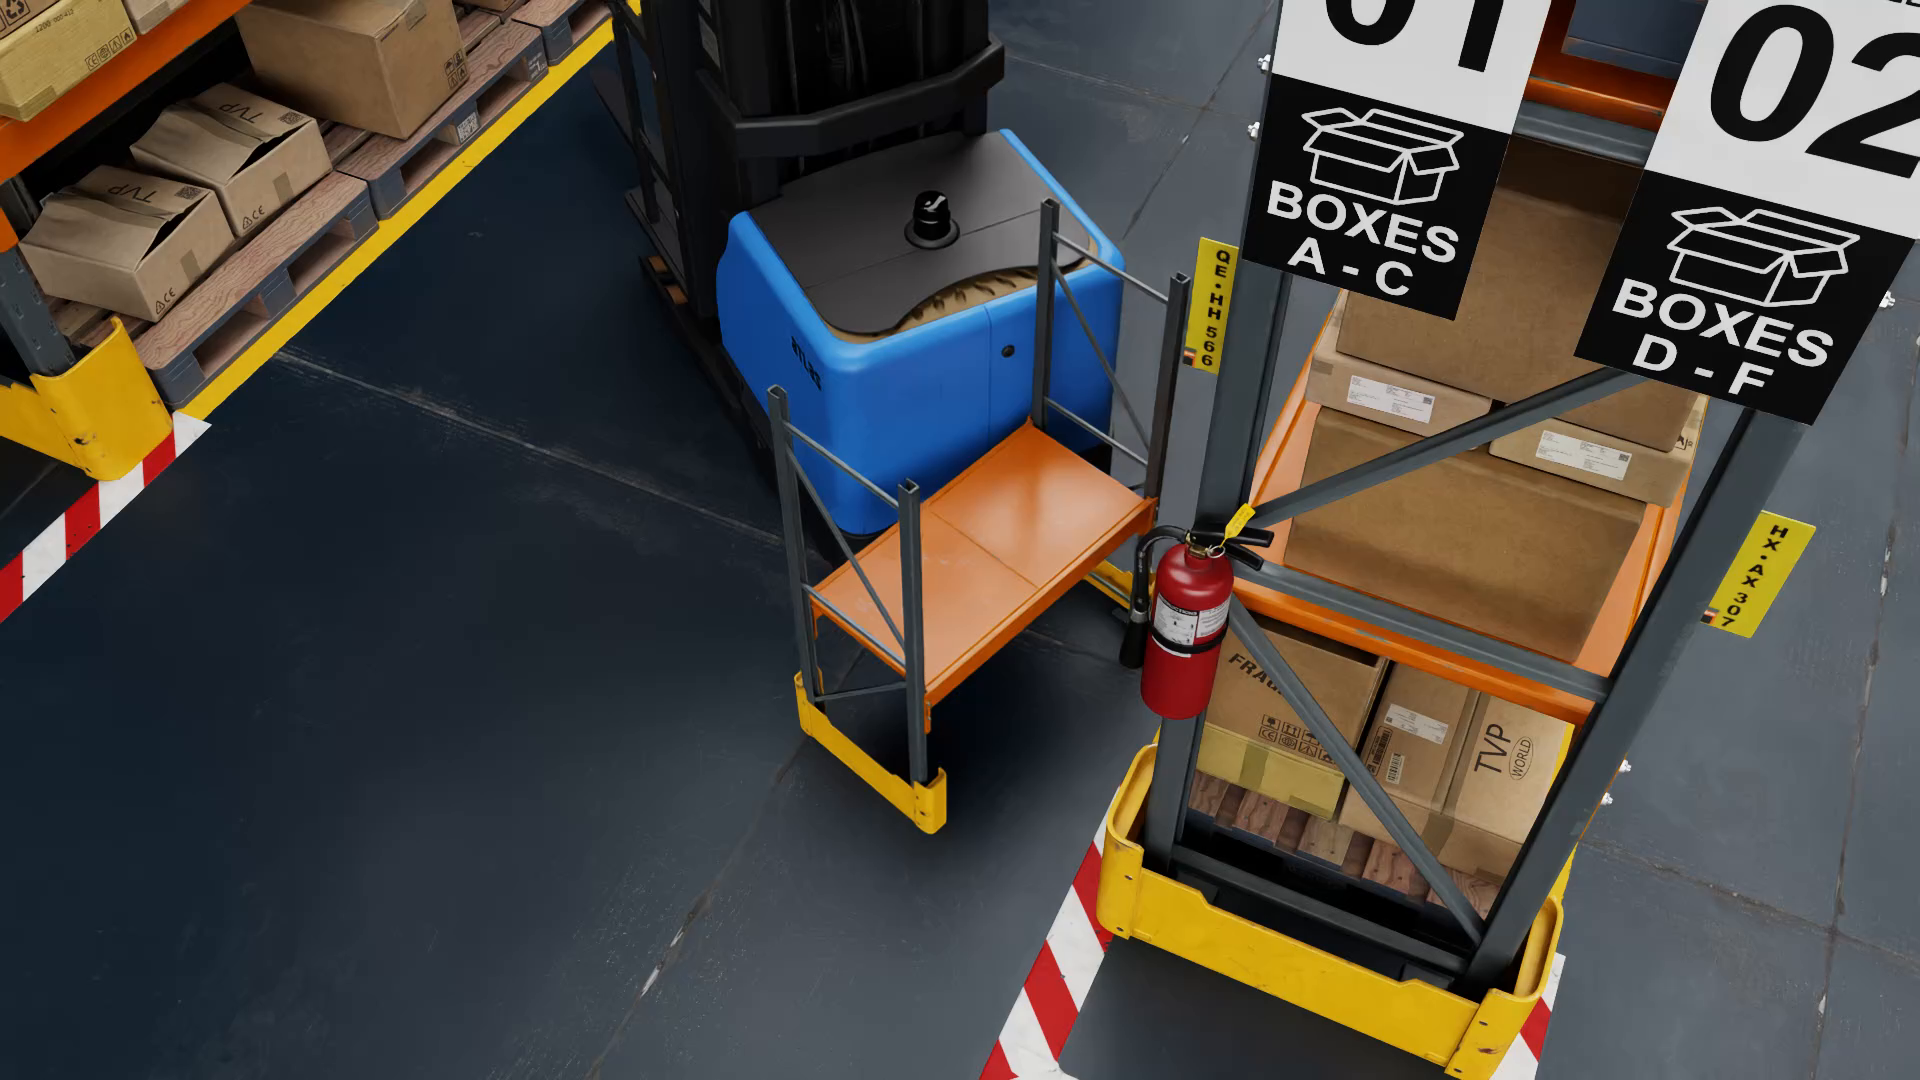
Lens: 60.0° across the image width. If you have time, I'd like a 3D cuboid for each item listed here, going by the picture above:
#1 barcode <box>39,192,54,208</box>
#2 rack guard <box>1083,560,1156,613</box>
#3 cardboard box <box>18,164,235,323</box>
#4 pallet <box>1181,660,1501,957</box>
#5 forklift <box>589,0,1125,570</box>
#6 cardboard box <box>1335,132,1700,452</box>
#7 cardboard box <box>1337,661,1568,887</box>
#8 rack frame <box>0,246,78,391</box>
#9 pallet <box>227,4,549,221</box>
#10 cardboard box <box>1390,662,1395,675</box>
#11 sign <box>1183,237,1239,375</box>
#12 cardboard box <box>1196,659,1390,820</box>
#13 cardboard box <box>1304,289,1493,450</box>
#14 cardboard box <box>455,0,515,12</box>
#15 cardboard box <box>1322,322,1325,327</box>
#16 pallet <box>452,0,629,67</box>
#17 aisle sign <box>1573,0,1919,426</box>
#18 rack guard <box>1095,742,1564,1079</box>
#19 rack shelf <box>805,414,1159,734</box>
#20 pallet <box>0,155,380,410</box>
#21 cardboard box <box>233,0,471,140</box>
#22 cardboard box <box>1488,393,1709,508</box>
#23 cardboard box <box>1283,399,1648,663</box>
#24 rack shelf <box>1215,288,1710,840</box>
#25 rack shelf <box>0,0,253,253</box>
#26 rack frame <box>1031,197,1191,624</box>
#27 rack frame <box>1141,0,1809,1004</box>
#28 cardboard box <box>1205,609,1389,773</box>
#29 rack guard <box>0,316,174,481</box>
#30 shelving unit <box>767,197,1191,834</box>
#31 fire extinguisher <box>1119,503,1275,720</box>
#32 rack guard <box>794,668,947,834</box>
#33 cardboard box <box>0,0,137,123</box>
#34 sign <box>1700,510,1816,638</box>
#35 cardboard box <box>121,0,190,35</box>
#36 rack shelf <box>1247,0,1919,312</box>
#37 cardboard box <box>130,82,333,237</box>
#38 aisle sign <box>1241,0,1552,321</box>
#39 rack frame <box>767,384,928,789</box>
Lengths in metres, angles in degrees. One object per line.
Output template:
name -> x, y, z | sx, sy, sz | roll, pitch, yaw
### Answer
barcode -> -3.474, -1.284, 6.344 | 0.001, 0.075, 0.075 | 20, 52, 16
rack guard -> 0.413, 0.083, 5.515 | 0.587, 0.250, 0.087 | 36, 58, 26
cardboard box -> -3.120, -1.139, 6.226 | 0.500, 0.311, 0.500 | 14, 51, 12
pallet -> 1.272, 0.552, 5.141 | 1.003, 0.211, 1.213 | 20, 52, 16
forklift -> -0.603, -1.932, 5.470 | 1.130, 2.935, 3.031 | -22, 53, -17
cardboard box -> 1.217, -0.618, 3.389 | 0.700, 0.500, 0.500 | 20, 52, 16
cardboard box -> 1.414, 0.647, 4.760 | 0.500, 0.250, 0.500 | 20, 52, 16
rack frame -> -3.497, -1.420, 4.989 | 1.000, 3.000, 0.127 | 20, 52, 16
pallet -> -2.563, -1.954, 7.274 | 1.003, 0.211, 1.213 | 20, 52, 16
cardboard box -> 1.624, 0.301, 5.054 | 0.500, 0.250, 0.500 | 20, 52, 16
sign -> 0.499, -0.449, 3.247 | 0.100, 0.325, 0.005 | 20, 52, 16
cardboard box -> 0.946, 0.478, 4.903 | 0.500, 0.250, 0.500 | 20, 52, 16
cardboard box -> 0.975, -0.379, 3.611 | 0.380, 0.149, 0.250 | 19, 52, 15
cardboard box -> -2.195, -2.780, 7.498 | 0.500, 0.500, 0.500 | 16, 52, 13
cardboard box -> 1.358, -0.459, 5.208 | 0.500, 0.500, 0.500 | 20, 52, 16
pallet -> -2.043, -2.797, 7.992 | 1.003, 0.211, 1.213 | 20, 52, 16
aisle sign -> 1.232, -0.509, 2.506 | 0.394, 0.787, 0.004 | 20, 52, 16
rack guard -> 0.973, 1.015, 4.558 | 1.175, 0.500, 0.348 | 20, 52, 16
rack shelf -> 0.064, 0.075, 4.938 | 0.538, 0.185, 1.000 | 36, 58, 26
pallet -> -3.085, -1.117, 6.562 | 1.003, 0.211, 1.213 | 20, 52, 16
cardboard box -> -2.518, -2.082, 6.904 | 0.700, 0.500, 0.500 | 17, 52, 14
cardboard box -> 1.346, -0.254, 3.505 | 0.380, 0.149, 0.250 | 19, 52, 16
cardboard box -> 1.195, -0.161, 3.852 | 0.700, 0.500, 0.500 | 20, 52, 16
rack shelf -> 1.838, -0.955, 5.066 | 1.077, 0.370, 4.000 | 20, 52, 16
rack shelf -> -2.642, -2.565, 6.435 | 1.077, 0.370, 4.000 | 20, 52, 16
rack frame -> 0.414, -0.323, 5.040 | 0.500, 1.500, 0.032 | 36, 58, 26
rack frame -> 0.984, 0.189, 3.620 | 1.000, 3.000, 0.127 | 20, 52, 16
cardboard box -> 0.944, 0.235, 4.618 | 0.500, 0.500, 0.500 | 20, 52, 16
rack guard -> -3.464, -0.663, 5.986 | 1.175, 0.500, 0.348 | 20, 52, 16
shelving unit -> 0.071, -0.047, 4.805 | 0.587, 1.500, 1.083 | 36, 58, 26
fire extinguisher -> 0.513, 0.144, 3.709 | 0.296, 0.674, 0.183 | 20, 52, 16
rack guard -> -0.272, 0.633, 5.047 | 0.587, 0.250, 0.087 | 36, 58, 26
cardboard box -> -3.001, -1.611, 5.237 | 0.500, 0.250, 0.500 | 18, 52, 15
sign -> 1.483, 0.067, 3.103 | 0.100, 0.325, 0.005 | 20, 52, 16
cardboard box -> -2.792, -1.973, 5.545 | 0.500, 0.250, 0.500 | 18, 52, 15
rack shelf -> 1.838, -1.927, 3.923 | 1.077, 0.370, 4.000 | 20, 52, 16
cardboard box -> -2.876, -1.531, 6.560 | 0.500, 0.311, 0.500 | 24, 54, 19
aisle sign -> 0.690, -0.704, 2.673 | 0.394, 0.787, 0.004 | 20, 52, 16
rack frame -> -0.285, 0.239, 4.562 | 0.500, 1.500, 0.032 | 36, 58, 26
